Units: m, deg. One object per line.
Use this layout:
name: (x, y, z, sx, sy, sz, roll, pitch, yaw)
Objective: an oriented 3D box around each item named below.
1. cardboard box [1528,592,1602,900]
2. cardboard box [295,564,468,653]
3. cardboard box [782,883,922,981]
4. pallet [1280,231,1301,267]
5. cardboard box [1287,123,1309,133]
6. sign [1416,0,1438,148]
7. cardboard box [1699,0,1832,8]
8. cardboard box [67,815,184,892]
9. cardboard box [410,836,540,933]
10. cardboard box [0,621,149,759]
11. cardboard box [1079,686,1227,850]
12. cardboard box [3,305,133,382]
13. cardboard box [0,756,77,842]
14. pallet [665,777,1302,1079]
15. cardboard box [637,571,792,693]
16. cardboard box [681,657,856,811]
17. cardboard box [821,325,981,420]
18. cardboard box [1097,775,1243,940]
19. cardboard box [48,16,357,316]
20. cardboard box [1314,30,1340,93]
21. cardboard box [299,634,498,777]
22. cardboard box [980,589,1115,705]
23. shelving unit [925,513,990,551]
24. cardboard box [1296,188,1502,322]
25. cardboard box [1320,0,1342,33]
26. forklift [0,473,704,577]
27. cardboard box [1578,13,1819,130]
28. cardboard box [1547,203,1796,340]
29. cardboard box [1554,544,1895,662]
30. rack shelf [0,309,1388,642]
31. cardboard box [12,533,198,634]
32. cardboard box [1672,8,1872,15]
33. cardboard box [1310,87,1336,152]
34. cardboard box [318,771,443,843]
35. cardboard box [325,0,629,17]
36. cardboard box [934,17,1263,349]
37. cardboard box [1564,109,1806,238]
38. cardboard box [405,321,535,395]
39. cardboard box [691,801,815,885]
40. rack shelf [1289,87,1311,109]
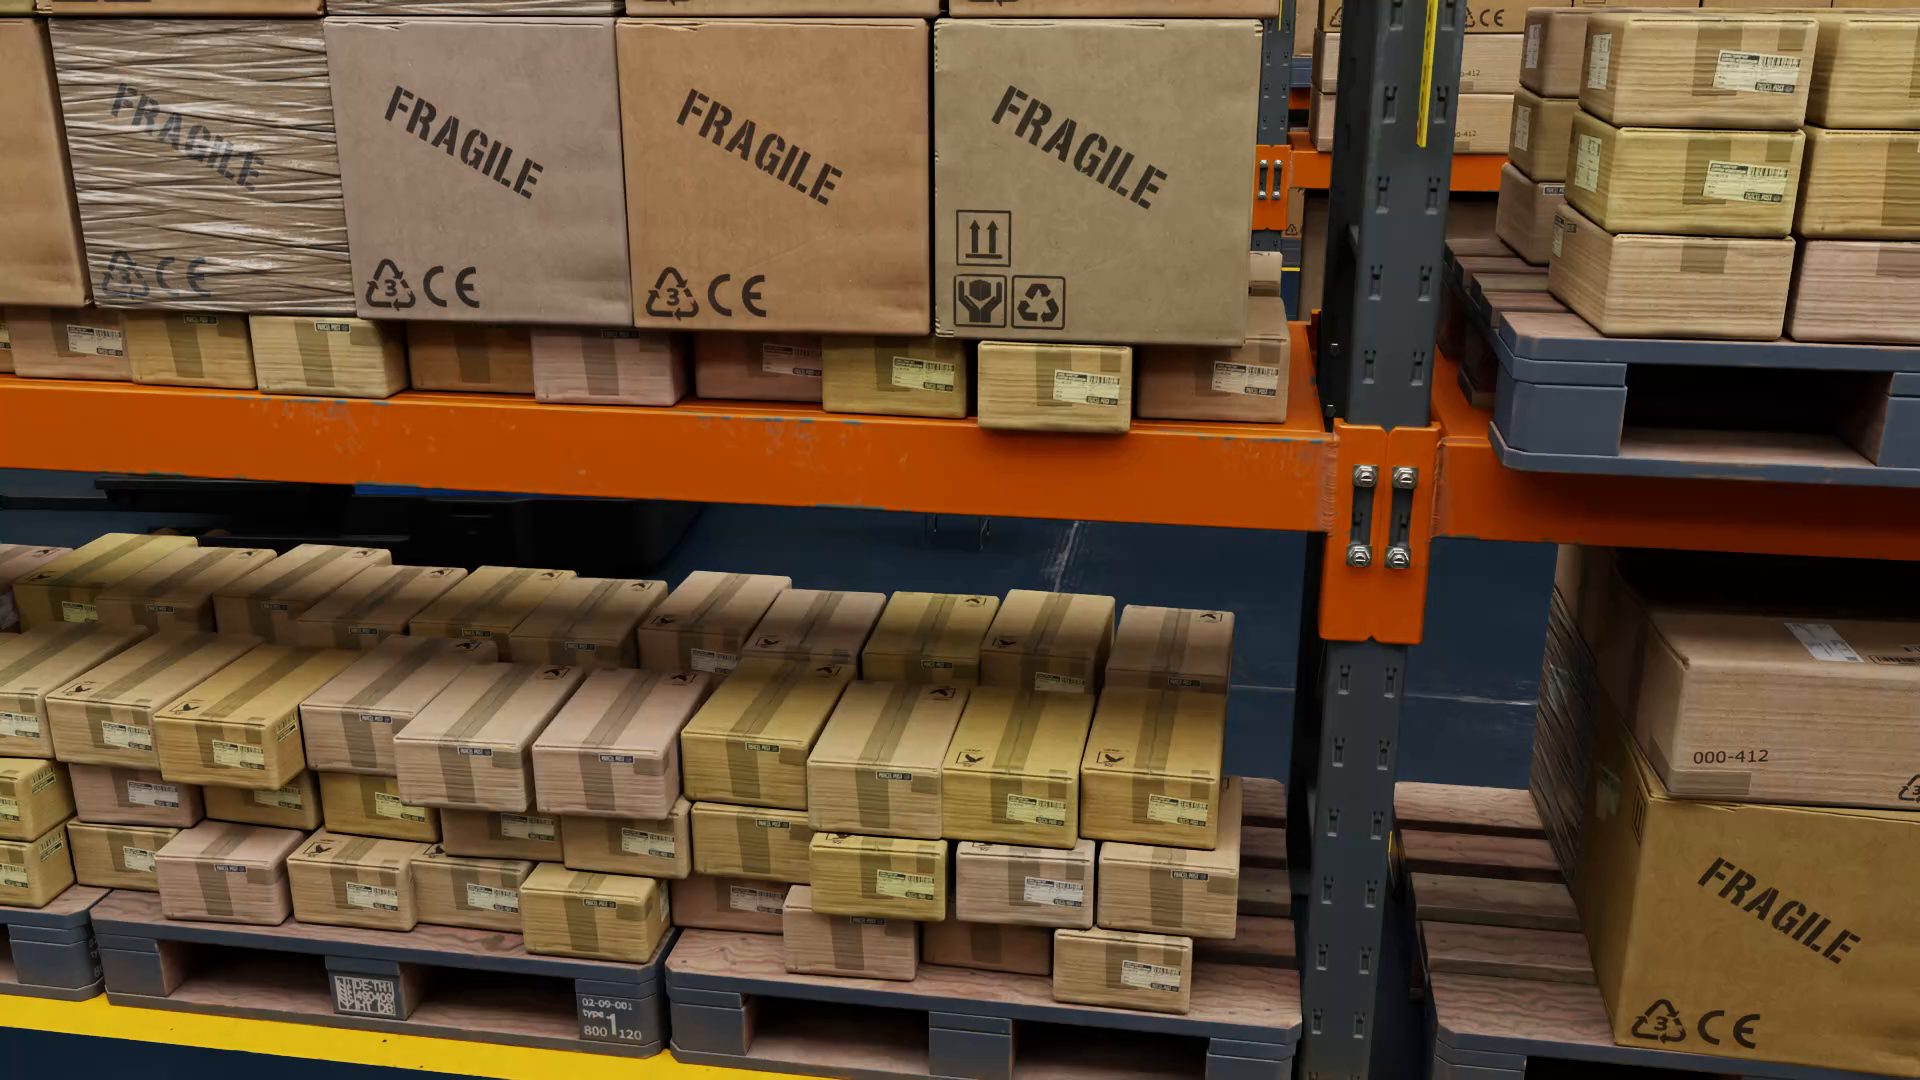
cardboard box: (1.539, 0.439, 3.542, 0.500, 0.500, 0.500, 3, 19, 8)
cardboard box: (-1.341, 0.192, 3.896, 0.250, 0.149, 0.380, 2, 19, 7)
cardboard box: (-0.187, 0.702, 3.310, 0.250, 0.149, 0.380, 2, 19, 7)
pallet: (3.046, -2.265, 12.741, 1.213, 0.211, 1.003, 3, 19, 9)
cardboard box: (2.559, -2.997, 12.319, 0.250, 0.149, 0.380, 3, 19, 8)
sign: (0.690, -0.746, 2.441, 0.005, 0.325, 0.100, 3, 19, 9)
cardboard box: (3.355, -2.404, 7.027, 0.500, 0.500, 0.500, 3, 19, 8)
cardboard box: (-1.695, 0.601, 3.612, 0.250, 0.149, 0.380, 3, 19, 9)
cardboard box: (-0.942, 0.648, 3.471, 0.250, 0.149, 0.380, 3, 19, 10)
cardboard box: (-1.940, 0.312, 3.537, 0.250, 0.149, 0.380, 2, 19, 6)
cardboard box: (0.376, 0.429, 3.188, 0.250, 0.149, 0.380, 3, 19, 10)
cardboard box: (-1.618, -0.426, 3.245, 0.250, 0.149, 0.380, 3, 19, 8)
cardboard box: (-1.951, 0.474, 3.520, 0.250, 0.149, 0.380, 4, 19, 10)
pallet: (0.099, 0.794, 3.598, 1.213, 0.211, 1.003, 3, 19, 9)
cardboard box: (-0.559, 0.209, 3.846, 0.250, 0.149, 0.380, 3, 19, 10)
cardboard box: (-0.374, 0.380, 3.332, 0.250, 0.149, 0.380, 4, 19, 10)
cardboard box: (-0.077, -0.339, 2.984, 0.250, 0.149, 0.380, 4, 19, 11)
cardboard box: (0.407, 0.590, 3.175, 0.250, 0.149, 0.380, 3, 19, 10)
cardboard box: (-1.263, -0.715, 3.086, 0.500, 0.500, 0.500, 2, 19, 7)
cardboard box: (1.843, -2.117, 7.351, 0.500, 0.250, 0.500, 2, 19, 7)
cardboard box: (-1.152, 0.339, 3.456, 0.250, 0.149, 0.380, 3, 19, 9)
cardboard box: (0.198, 0.250, 3.721, 0.250, 0.149, 0.380, 4, 19, 11)
shelving unit: (-0.008, -0.427, 6.162, 0.210, 0.900, 0.258, 3, 19, 9)
cardboard box: (2.078, -1.247, 7.989, 0.875, 0.875, 0.875, 4, 19, 10)
cardboard box: (1.842, -2.471, 7.227, 0.500, 0.500, 0.500, 3, 19, 9)
forklift: (-2.527, -1.424, 5.941, 3.031, 2.935, 1.130, 1, 19, 3)
cardboard box: (1.084, -0.704, 2.476, 0.250, 0.149, 0.380, 4, 19, 11)
cardboard box: (1.084, -0.422, 2.570, 0.250, 0.149, 0.380, 2, 19, 6)
cardboard box: (1.544, 0.083, 3.423, 0.500, 0.250, 0.500, 2, 19, 7)
rack shelf: (-1.206, -0.265, 3.502, 4.000, 0.370, 1.077, 3, 19, 9)
cardboard box: (-2.103, 0.115, 4.126, 0.250, 0.149, 0.380, 3, 19, 7)
cardboard box: (1.461, -0.896, 3.049, 0.250, 0.149, 0.380, 2, 19, 7)
cardboard box: (1.846, -1.886, 7.448, 0.500, 0.250, 0.500, 2, 19, 7)
cardboard box: (-1.135, 0.475, 3.517, 0.250, 0.149, 0.380, 4, 19, 11)
cardboard box: (-0.753, -1.162, 2.846, 0.500, 0.500, 0.500, 3, 19, 10)
cardboard box: (0.246, -0.630, 2.832, 0.500, 0.500, 0.500, 3, 19, 9)
cardboard box: (1.084, -0.563, 2.523, 0.250, 0.149, 0.380, 3, 19, 10)
cardboard box: (-0.843, -0.393, 3.147, 0.250, 0.149, 0.380, 3, 19, 8)
cardboard box: (-0.362, 0.529, 3.358, 0.250, 0.149, 0.380, 3, 19, 9)
rack shelf: (4.212, -3.175, 12.199, 4.000, 0.370, 1.077, 3, 19, 9)
